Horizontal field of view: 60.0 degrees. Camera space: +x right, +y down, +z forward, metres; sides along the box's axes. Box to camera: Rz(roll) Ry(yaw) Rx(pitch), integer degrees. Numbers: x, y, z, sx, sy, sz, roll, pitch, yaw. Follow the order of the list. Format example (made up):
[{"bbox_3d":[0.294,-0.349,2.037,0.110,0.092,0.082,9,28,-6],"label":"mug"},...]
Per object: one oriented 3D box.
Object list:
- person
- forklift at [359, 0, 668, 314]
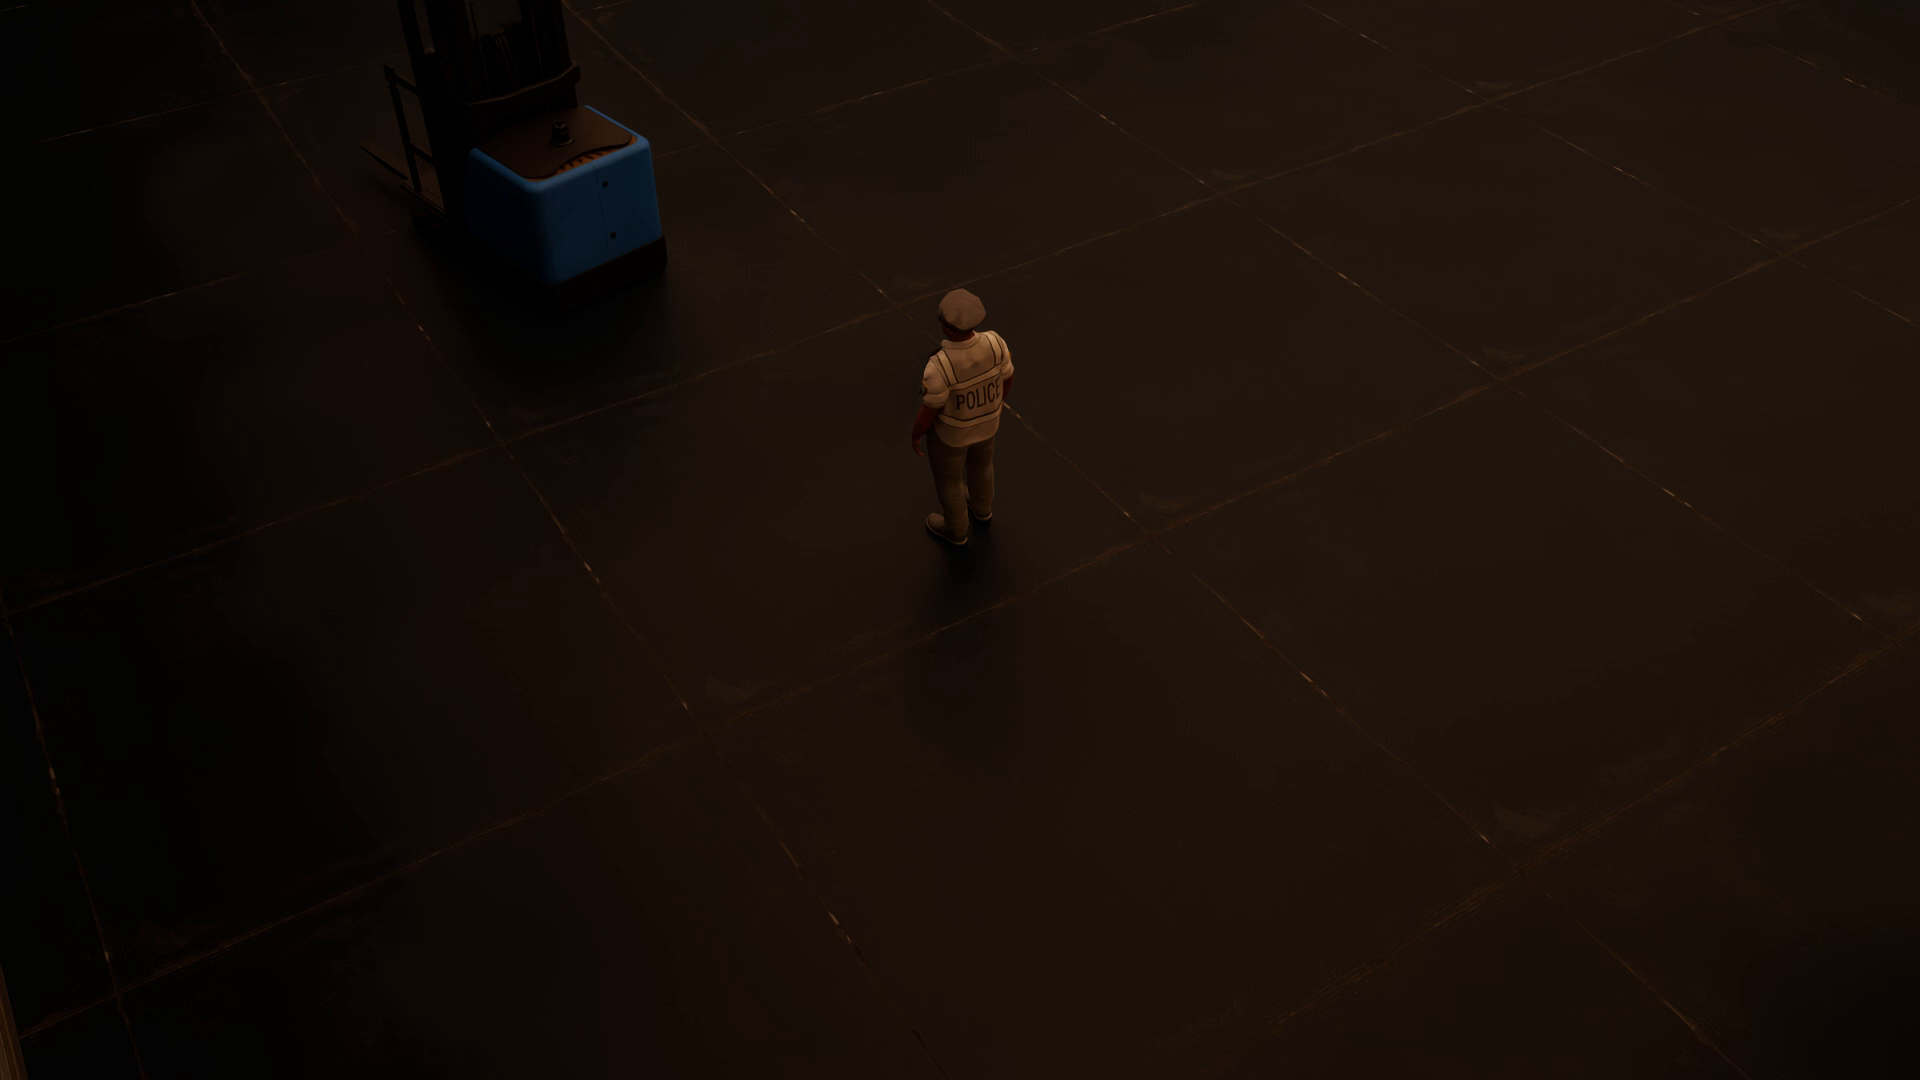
[{"bbox_3d":[-0.031,-0.724,9.562,0.640,1.781,0.575,-23,46,-24],"label":"person"},{"bbox_3d":[-3.558,-3.581,11.968,1.130,2.935,3.031,-33,51,-32],"label":"forklift"}]
